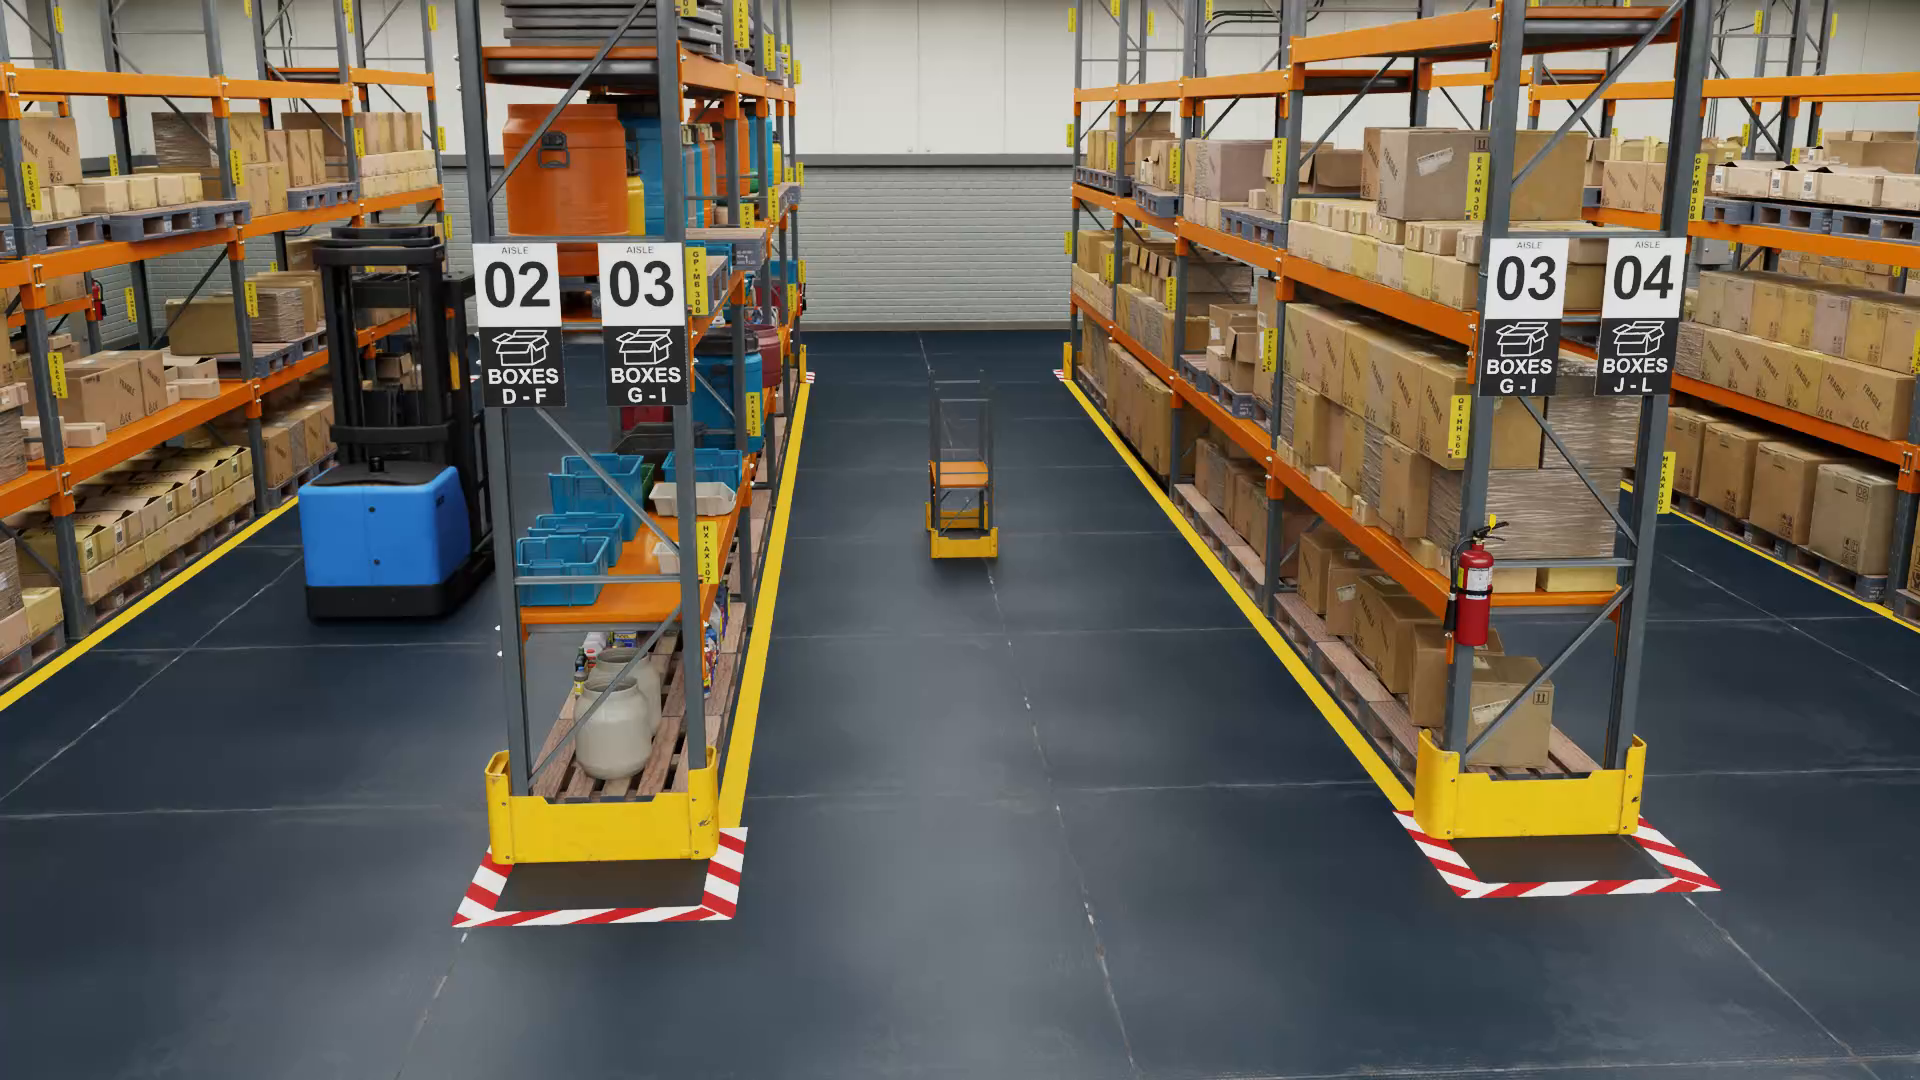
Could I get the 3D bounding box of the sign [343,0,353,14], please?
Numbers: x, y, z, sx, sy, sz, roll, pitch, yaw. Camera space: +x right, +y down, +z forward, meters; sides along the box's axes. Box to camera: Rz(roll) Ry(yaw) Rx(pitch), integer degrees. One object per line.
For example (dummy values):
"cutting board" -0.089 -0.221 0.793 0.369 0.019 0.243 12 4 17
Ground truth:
"sign" -6.963 -6.146 18.887 0.100 0.325 0.005 -1 14 -3

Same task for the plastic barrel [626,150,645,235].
"plastic barrel" -2.026 -1.822 9.071 0.600 0.588 0.600 0 14 0

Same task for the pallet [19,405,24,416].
"pallet" -12.508 -1.769 21.700 1.003 0.211 1.213 -1 14 -3

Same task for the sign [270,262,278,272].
"sign" -8.057 -3.111 19.584 0.100 0.325 0.005 -1 14 -3

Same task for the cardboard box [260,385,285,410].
"cardboard box" -7.636 -1.570 17.961 0.500 0.250 0.500 -1 14 -4

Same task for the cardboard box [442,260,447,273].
"cardboard box" -7.465 -3.638 23.169 0.500 0.500 0.500 0 14 -2

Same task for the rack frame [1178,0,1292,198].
"rack frame" 2.619 -4.765 15.709 1.000 3.000 0.127 -1 14 -3

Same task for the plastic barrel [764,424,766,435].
"plastic barrel" -2.512 -1.653 19.023 0.600 0.901 0.708 -1 14 -3

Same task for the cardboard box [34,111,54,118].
"cardboard box" -12.390 -5.437 22.093 0.500 0.500 0.500 -1 14 -4

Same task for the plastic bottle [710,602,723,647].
"plastic bottle" -1.717 0.566 11.465 0.144 0.351 0.185 -1 14 -4

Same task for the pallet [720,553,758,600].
"pallet" -2.164 0.368 13.397 1.003 0.211 1.213 -1 14 -3

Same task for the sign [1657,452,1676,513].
"sign" 3.656 -0.297 8.648 0.100 0.325 0.005 -1 14 -3

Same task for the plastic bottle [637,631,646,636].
"plastic bottle" -2.297 0.487 11.771 0.144 0.351 0.185 -1 14 -3

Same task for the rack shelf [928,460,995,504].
"rack shelf" 0.005 -0.531 15.025 0.538 0.185 1.000 -1 14 -3

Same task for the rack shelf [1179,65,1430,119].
"rack shelf" 2.743 -3.725 13.915 1.077 0.370 4.000 -1 14 -3

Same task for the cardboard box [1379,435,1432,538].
"cardboard box" 2.957 -0.322 9.683 0.875 0.500 0.500 -1 14 -3

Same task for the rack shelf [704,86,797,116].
"rack shelf" -2.696 -5.638 21.351 1.077 0.370 4.000 -1 14 -3

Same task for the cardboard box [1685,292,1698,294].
"cardboard box" 7.710 -2.526 17.516 0.380 0.149 0.250 -1 14 -4

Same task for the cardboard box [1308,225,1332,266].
"cardboard box" 2.677 -1.997 11.273 0.500 0.250 0.500 -1 14 -4

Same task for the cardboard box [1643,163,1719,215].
"cardboard box" 7.287 -3.550 16.807 0.500 0.500 0.500 -1 14 -3

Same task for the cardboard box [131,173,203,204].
"cardboard box" -7.184 -3.179 15.023 0.500 0.250 0.500 -2 15 -8

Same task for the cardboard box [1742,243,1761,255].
"cardboard box" 11.760 -4.411 24.166 0.500 0.500 0.500 -1 14 -5

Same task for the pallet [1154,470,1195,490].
"pallet" 2.645 -0.706 17.570 1.003 0.211 1.213 -1 14 -3

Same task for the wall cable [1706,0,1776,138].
"wall cable" 14.914 -8.380 29.686 2.988 3.039 0.133 -1 14 -3

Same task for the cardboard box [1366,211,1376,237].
"cardboard box" 2.748 -1.965 10.347 0.380 0.149 0.250 -1 14 -2

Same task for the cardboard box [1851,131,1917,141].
"cardboard box" 12.147 -5.096 21.767 0.797 0.503 0.637 0 14 1

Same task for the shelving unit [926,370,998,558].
"shelving unit" 0.005 -0.707 14.989 0.587 1.500 1.083 -1 14 -3

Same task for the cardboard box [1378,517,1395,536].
"cardboard box" 2.797 -0.126 10.225 0.380 0.149 0.250 -1 14 -3

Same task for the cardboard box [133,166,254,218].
"cardboard box" -7.329 -3.316 15.899 0.910 0.500 0.500 -1 14 -3

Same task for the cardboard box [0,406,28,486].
"cardboard box" -6.987 -0.651 11.558 0.700 0.500 0.500 -1 14 -5

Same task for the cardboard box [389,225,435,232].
"cardboard box" -7.430 -3.997 22.559 0.500 0.500 0.500 0 14 -2

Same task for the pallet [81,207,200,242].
"pallet" -7.065 -2.623 13.784 1.003 0.211 1.213 0 14 -1

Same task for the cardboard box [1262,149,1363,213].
"cardboard box" 2.877 -2.923 13.522 0.797 0.503 0.637 0 14 -1

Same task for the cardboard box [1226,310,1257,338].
"cardboard box" 2.827 -1.840 15.338 0.700 0.500 0.500 1 14 5

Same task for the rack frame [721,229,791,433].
"rack frame" -2.572 -2.778 20.025 1.000 3.000 0.127 -1 14 -3

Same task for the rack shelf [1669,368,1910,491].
"rack shelf" 7.700 -1.065 14.813 1.077 0.370 4.000 -1 14 -3

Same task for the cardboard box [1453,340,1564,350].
"cardboard box" 3.296 -0.936 10.064 0.500 0.500 0.500 -1 14 -3

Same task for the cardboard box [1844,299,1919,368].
"cardboard box" 7.753 -1.700 13.629 0.700 0.500 0.500 -1 14 -4

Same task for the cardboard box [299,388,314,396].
"cardboard box" -7.685 -1.448 18.991 0.500 0.500 0.500 -1 14 -3

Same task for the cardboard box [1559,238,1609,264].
"cardboard box" 3.328 -1.515 8.599 0.380 0.149 0.250 -1 14 -4

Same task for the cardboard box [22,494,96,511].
"cardboard box" -7.399 -0.205 13.579 0.500 0.311 0.500 -1 14 -4

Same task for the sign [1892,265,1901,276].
"sign" 11.708 -3.456 20.765 0.100 0.325 0.005 -1 14 -3

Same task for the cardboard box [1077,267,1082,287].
"cardboard box" 1.922 -3.668 23.188 0.500 0.250 0.500 -1 14 -4

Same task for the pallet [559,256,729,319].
"pallet" -1.782 -1.362 8.882 1.003 0.211 1.213 -1 14 -3

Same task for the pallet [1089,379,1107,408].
"pallet" 2.324 -1.998 22.592 1.003 0.211 1.213 -1 14 -3

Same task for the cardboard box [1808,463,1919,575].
"cardboard box" 7.695 -0.183 13.612 1.050 0.750 0.750 -1 14 -4

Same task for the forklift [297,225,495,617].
"forklift" -4.550 -1.144 13.813 1.130 2.935 3.031 -1 14 -3

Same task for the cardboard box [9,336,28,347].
"cardboard box" -12.740 -2.656 22.424 0.380 0.149 0.250 -1 14 -3

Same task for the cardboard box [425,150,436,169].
"cardboard box" -7.478 -5.195 22.700 0.500 0.250 0.500 -1 14 -3

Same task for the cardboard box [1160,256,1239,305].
"cardboard box" 2.552 -2.738 17.657 0.797 0.503 0.637 -1 14 -2

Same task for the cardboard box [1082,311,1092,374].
"cardboard box" 2.243 -2.865 23.788 0.875 0.875 0.875 -1 14 -3

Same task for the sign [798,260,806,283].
"sign" -2.272 -3.864 23.920 0.100 0.325 0.005 -1 14 -3

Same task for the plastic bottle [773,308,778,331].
"plastic bottle" -2.165 -2.571 19.458 0.061 0.283 0.133 -1 14 -3

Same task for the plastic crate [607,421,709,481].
"plastic crate" -2.171 -0.626 11.787 0.767 0.338 0.504 -1 14 -3

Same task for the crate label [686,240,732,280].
"crate label" -1.615 -1.644 9.900 0.502 0.251 0.408 -1 14 -3

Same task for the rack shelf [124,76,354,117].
"rack shelf" -7.392 -4.568 17.191 1.077 0.370 4.000 -1 14 -3

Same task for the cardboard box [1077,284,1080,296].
"cardboard box" 1.850 -3.506 23.362 0.380 0.149 0.250 -1 14 -5

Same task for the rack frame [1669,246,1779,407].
"rack frame" 7.576 -1.911 16.656 1.000 3.000 0.127 -1 14 -3
